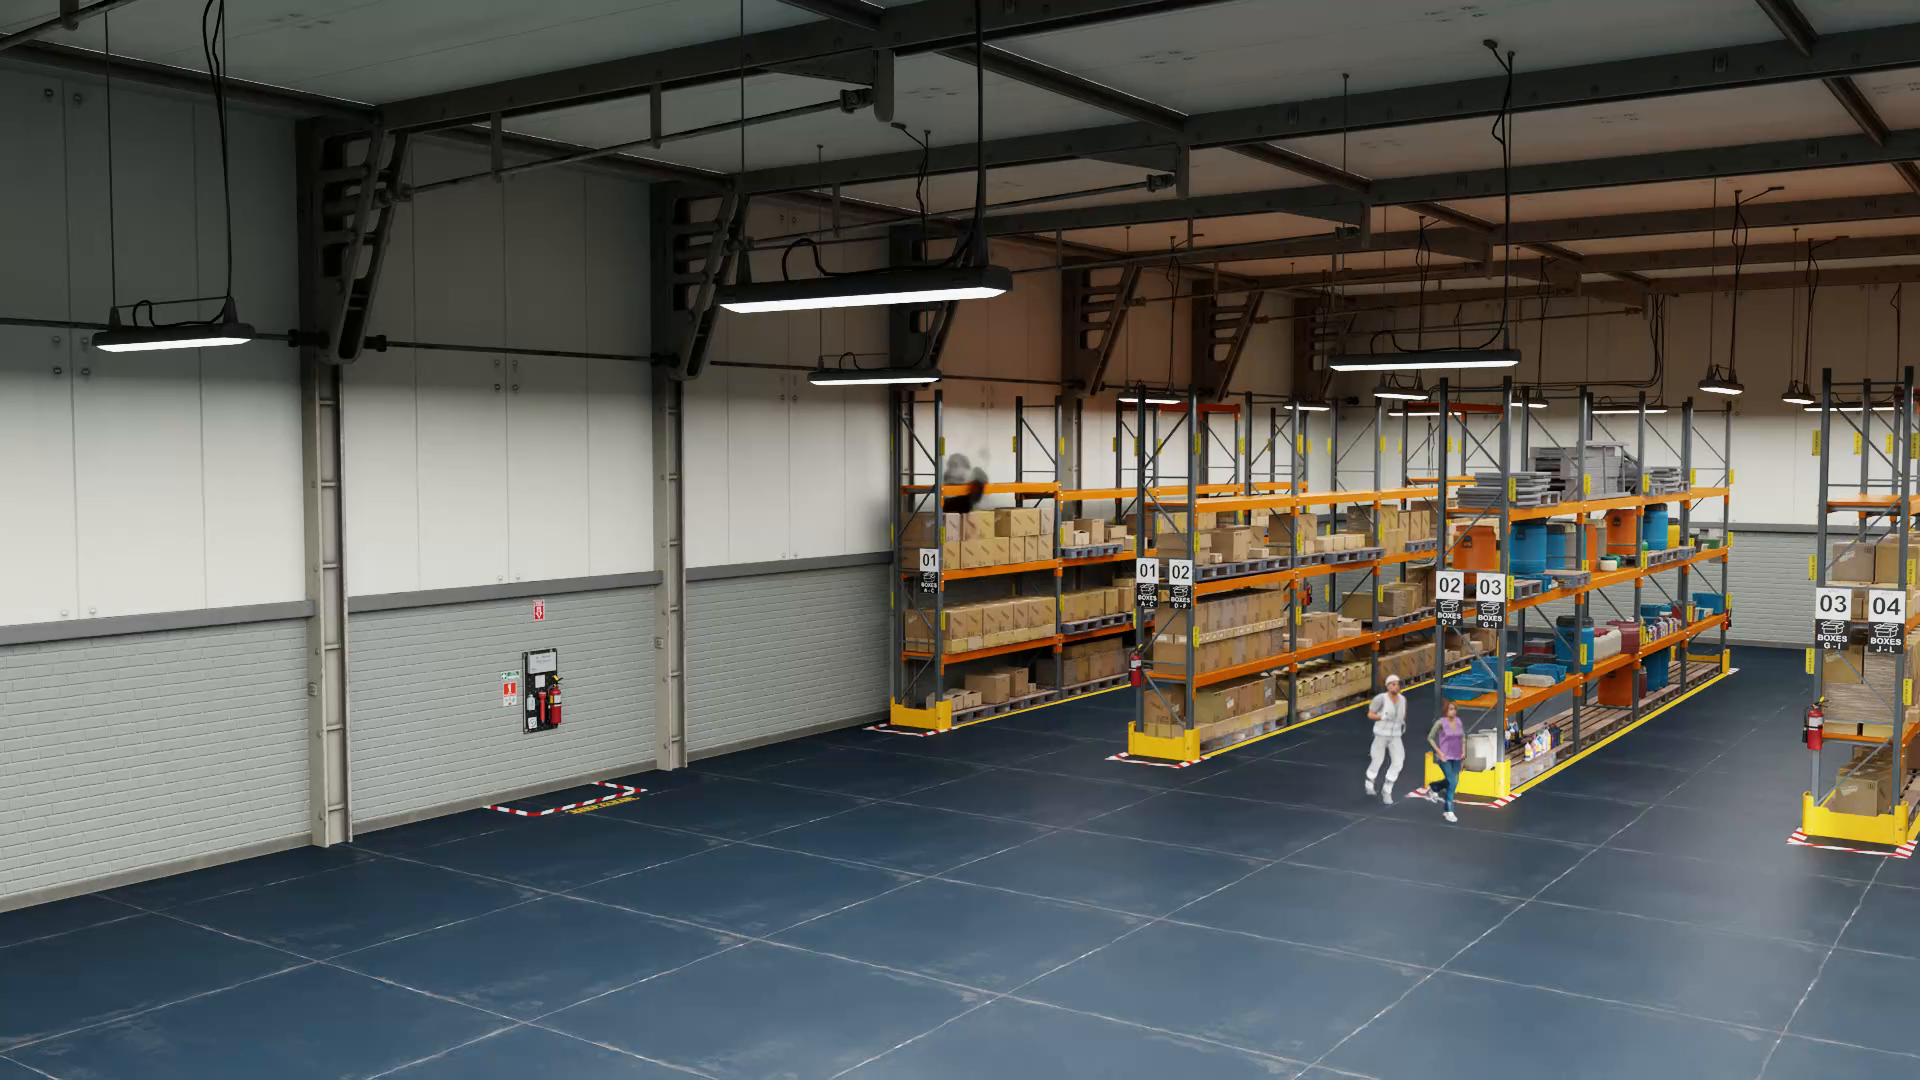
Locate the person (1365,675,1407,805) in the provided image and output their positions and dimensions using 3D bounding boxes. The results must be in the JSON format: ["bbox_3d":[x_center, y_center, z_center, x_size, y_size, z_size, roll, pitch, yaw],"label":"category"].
[{"bbox_3d":[6.048,2.803,23.423,0.652,1.830,0.742,0,3,-8],"label":"person"}]

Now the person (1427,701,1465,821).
[{"bbox_3d":[6.558,2.958,22.502,0.550,1.599,0.668,-1,3,-19],"label":"person"}]
